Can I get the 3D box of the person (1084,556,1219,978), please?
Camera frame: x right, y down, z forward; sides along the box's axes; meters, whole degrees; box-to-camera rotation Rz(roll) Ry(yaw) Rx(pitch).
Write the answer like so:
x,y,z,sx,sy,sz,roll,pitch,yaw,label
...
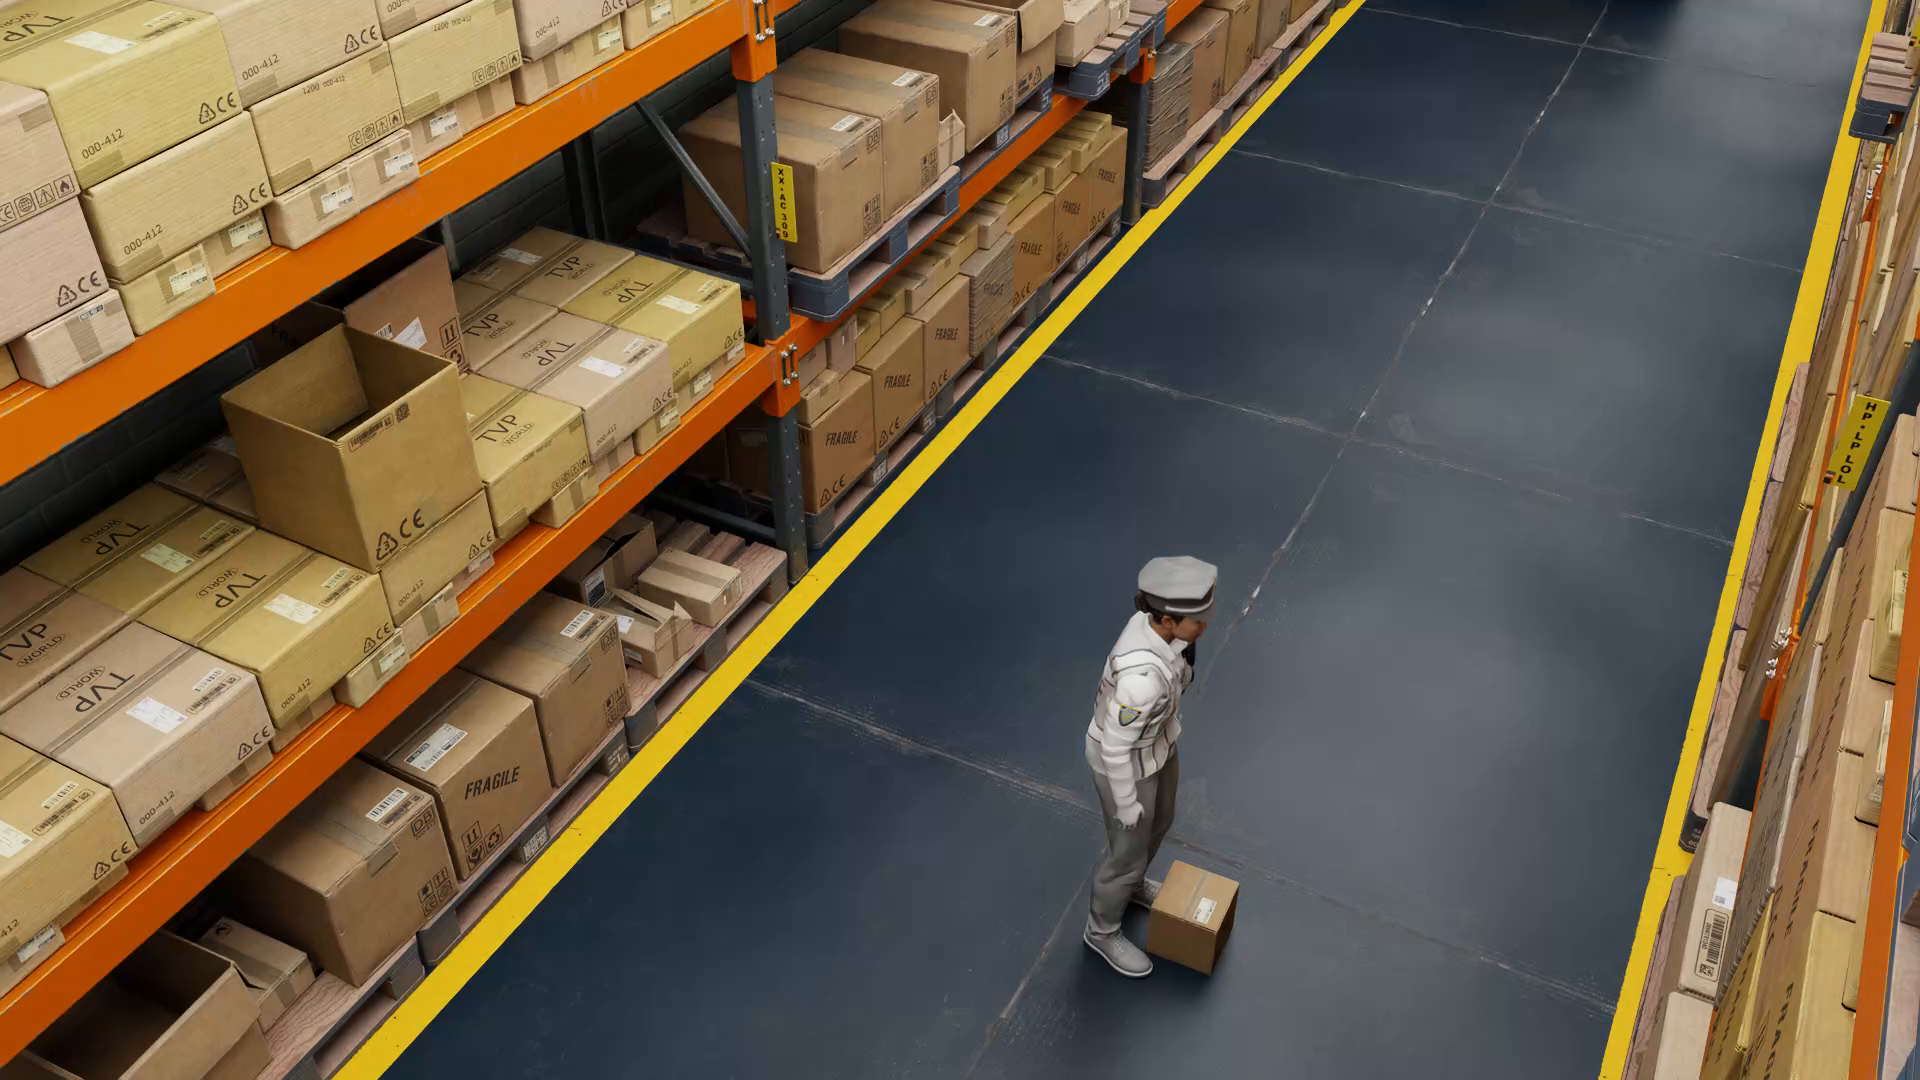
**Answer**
x,y,z,sx,sy,sz,roll,pitch,yaw,label
0.620,0.772,5.668,0.359,1.662,0.463,16,41,19,person
